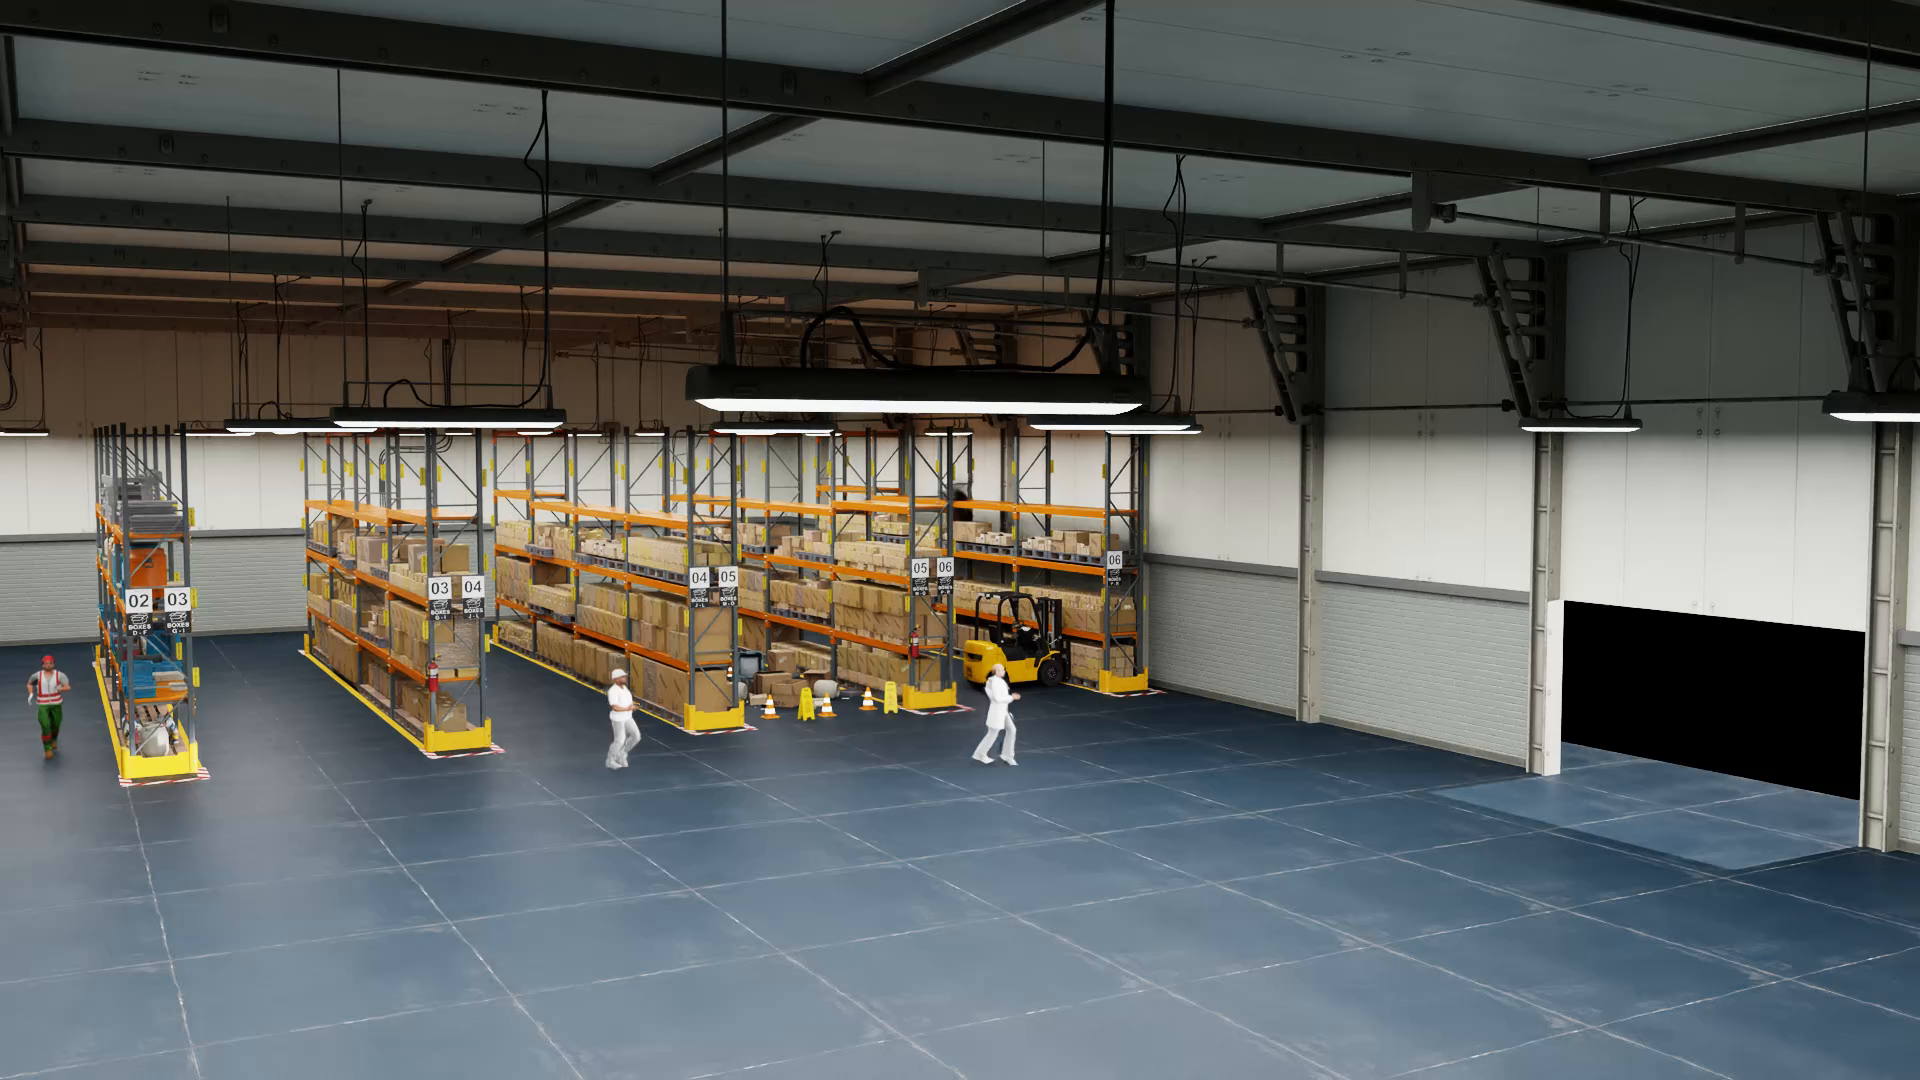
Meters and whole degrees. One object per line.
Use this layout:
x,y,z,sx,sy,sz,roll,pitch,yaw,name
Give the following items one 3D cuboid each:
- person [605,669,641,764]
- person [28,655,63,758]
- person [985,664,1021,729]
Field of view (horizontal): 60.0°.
-5.826,3.054,28.766,0.666,1.658,0.677,1,4,16,person
-16.490,2.979,29.995,0.543,1.785,0.982,-2,4,-35,person
0.737,2.722,29.042,0.688,1.134,0.683,1,4,12,person
